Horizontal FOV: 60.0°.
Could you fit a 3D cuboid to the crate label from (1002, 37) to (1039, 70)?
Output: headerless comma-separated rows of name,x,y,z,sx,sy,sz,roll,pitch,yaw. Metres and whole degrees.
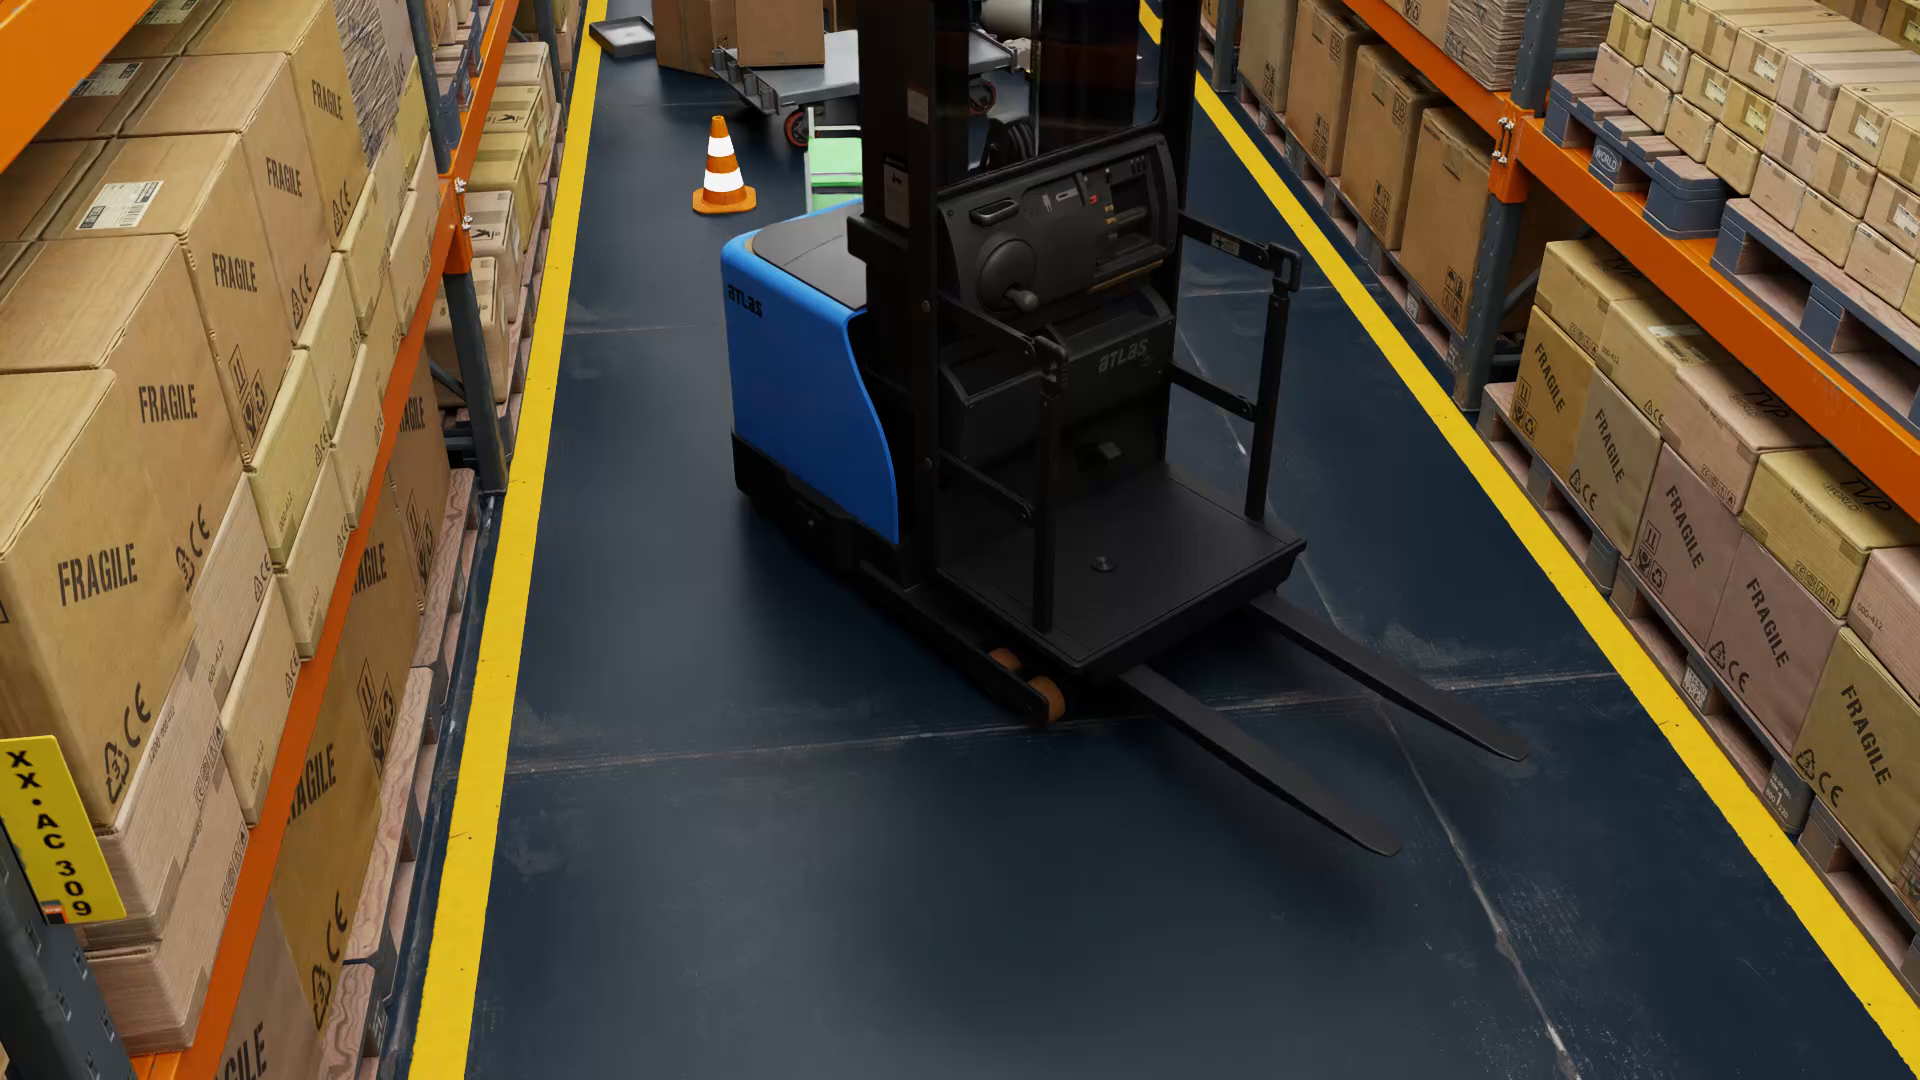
crate label,0.397,-3.146,10.744,0.250,0.136,0.298,27,43,34

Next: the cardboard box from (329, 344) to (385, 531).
cardboard box,-1.721,-0.240,4.072,0.500,0.250,0.500,-5,35,-7

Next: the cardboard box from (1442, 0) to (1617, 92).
cardboard box,2.286,-2.117,6.604,0.500,0.500,0.500,-4,35,-6

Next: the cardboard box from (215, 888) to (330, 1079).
cardboard box,-1.904,1.183,3.364,0.875,0.875,0.875,-3,34,-5

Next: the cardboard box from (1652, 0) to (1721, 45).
cardboard box,2.521,-1.738,5.458,0.380,0.149,0.250,-5,35,-8

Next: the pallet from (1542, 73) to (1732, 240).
pallet,2.814,-1.376,5.775,1.213,0.211,1.003,-4,35,-6

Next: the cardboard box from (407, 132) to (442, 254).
cardboard box,-1.954,-1.089,5.317,0.500,0.250,0.500,-6,35,-8

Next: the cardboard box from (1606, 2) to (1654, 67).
cardboard box,2.478,-1.752,5.744,0.380,0.149,0.250,-3,34,-4

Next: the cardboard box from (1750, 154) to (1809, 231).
cardboard box,2.621,-1.050,4.978,0.380,0.149,0.250,-3,34,-5

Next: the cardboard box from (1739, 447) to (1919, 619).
cardboard box,2.659,-0.041,4.828,0.500,0.250,0.500,-6,35,-8

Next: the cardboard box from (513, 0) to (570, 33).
cardboard box,-2.629,-3.342,9.894,0.500,0.500,0.500,-3,34,-4

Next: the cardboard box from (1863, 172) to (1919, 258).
cardboard box,2.693,-0.883,4.469,0.380,0.149,0.250,-3,34,-5

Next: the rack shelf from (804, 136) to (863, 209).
rack shelf,-0.477,-1.442,6.561,0.258,0.148,0.480,-2,34,-2

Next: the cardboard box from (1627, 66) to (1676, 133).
cardboard box,2.508,-1.500,5.637,0.380,0.149,0.250,-3,34,-4

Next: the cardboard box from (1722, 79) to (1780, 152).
cardboard box,2.590,-1.312,5.097,0.380,0.149,0.250,-4,35,-6

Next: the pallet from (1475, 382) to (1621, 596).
pallet,2.716,-0.256,6.438,1.003,0.211,1.213,-4,35,-6

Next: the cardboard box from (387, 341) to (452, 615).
cardboard box,-2.269,-0.317,5.566,0.875,0.875,0.875,-5,35,-7

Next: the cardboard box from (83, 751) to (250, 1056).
cardboard box,-1.539,0.615,2.817,0.500,0.250,0.500,-5,35,-7

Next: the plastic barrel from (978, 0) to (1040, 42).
plastic barrel,0.402,-3.529,11.052,0.512,0.421,0.421,20,39,26

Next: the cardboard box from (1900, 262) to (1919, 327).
cardboard box,2.722,-0.616,4.340,0.380,0.149,0.250,-3,34,-4

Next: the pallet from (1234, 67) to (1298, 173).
pallet,2.253,-2.500,9.730,1.003,0.211,1.213,-4,35,-6

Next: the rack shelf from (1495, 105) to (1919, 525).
rack shelf,2.881,-0.431,4.858,1.077,0.370,4.000,-4,35,-6

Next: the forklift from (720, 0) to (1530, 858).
forklift,0.462,-0.927,5.008,1.130,2.935,3.031,-25,42,-32

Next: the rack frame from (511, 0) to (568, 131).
rack frame,-2.817,-3.645,8.936,1.000,3.000,0.127,-4,35,-6

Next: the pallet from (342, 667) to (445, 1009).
pallet,-2.087,0.864,4.795,1.003,0.211,1.213,-4,35,-6

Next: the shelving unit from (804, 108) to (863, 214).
shelving unit,-0.477,-1.098,6.796,0.258,1.200,0.503,-2,34,-2

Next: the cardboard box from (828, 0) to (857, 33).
cardboard box,-0.476,-3.592,10.954,0.797,0.637,0.503,-4,35,-6

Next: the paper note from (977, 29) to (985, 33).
paper note,0.078,-3.466,11.315,0.172,0.023,0.155,7,35,10

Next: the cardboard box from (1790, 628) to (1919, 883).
cardboard box,2.732,0.567,4.602,0.500,0.500,0.500,-5,35,-8

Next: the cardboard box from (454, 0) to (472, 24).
cardboard box,-2.151,-2.150,6.592,0.380,0.149,0.250,-4,34,-6

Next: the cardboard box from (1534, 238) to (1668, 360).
cardboard box,2.465,-0.892,6.076,0.500,0.250,0.500,-6,35,-9

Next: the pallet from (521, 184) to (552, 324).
pallet,-2.544,-1.376,8.082,1.003,0.211,1.213,-4,35,-6

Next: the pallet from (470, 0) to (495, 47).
pallet,-2.586,-2.436,7.331,1.003,0.211,1.213,-4,35,-6

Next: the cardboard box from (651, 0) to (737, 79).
cardboard box,-1.613,-3.315,10.668,0.500,0.500,0.500,20,39,26

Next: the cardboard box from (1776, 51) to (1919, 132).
cardboard box,2.623,-1.302,4.819,0.380,0.149,0.250,-3,34,-4

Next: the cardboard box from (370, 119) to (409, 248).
cardboard box,-1.890,-1.021,4.774,0.500,0.250,0.500,-5,35,-8

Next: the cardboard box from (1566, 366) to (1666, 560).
cardboard box,2.526,-0.291,5.860,0.500,0.500,0.500,-4,34,-6

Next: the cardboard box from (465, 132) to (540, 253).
cardboard box,-2.549,-1.652,7.971,0.950,0.372,0.625,-3,34,-5

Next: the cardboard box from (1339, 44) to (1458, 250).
cardboard box,2.499,-1.923,8.033,1.050,0.750,0.750,-4,34,-6

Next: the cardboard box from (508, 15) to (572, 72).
cardboard box,-2.629,-3.032,10.105,0.500,0.250,0.500,-6,35,-9

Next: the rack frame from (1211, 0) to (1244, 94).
rack frame,2.074,-4.077,9.569,1.000,3.000,0.127,-4,35,-6

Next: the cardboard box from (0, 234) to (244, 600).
cardboard box,-1.611,-0.185,2.881,0.500,0.500,0.500,-5,35,-7

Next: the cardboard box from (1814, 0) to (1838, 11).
cardboard box,3.133,-1.921,5.728,0.380,0.149,0.250,-6,35,-8

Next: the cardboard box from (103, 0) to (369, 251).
cardboard box,-1.813,-1.036,4.130,0.500,0.500,0.500,-4,35,-6

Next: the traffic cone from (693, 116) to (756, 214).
traffic cone,-1.263,-2.011,8.790,0.336,0.463,0.334,-4,35,-6

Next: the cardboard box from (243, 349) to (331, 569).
cardboard box,-1.660,-0.165,3.518,0.500,0.250,0.500,-4,34,-6
